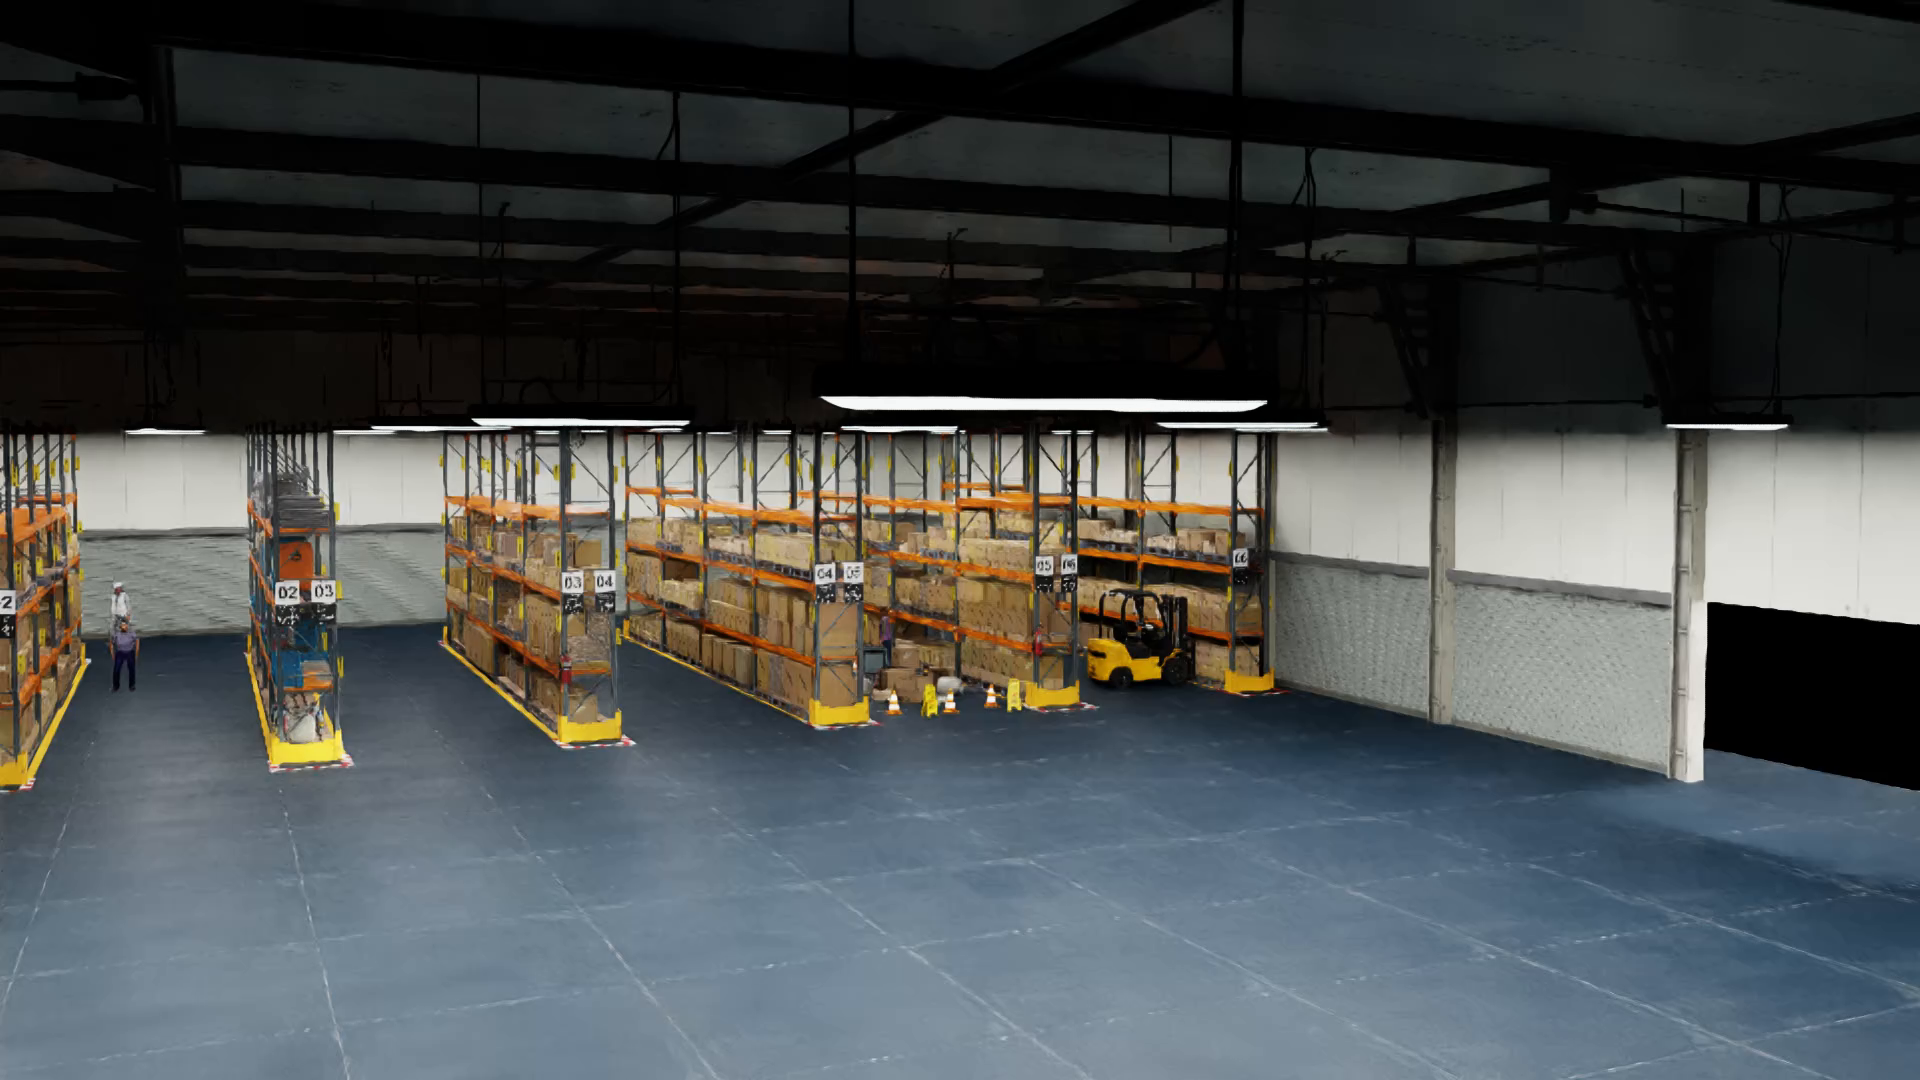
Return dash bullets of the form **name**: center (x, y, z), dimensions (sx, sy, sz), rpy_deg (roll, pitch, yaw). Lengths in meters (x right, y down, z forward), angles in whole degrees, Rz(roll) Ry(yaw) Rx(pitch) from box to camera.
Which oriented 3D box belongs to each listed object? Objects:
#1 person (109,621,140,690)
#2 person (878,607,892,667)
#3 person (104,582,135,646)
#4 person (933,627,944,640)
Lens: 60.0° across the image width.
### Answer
- **person**: center (-18.799, 2.595, 37.420), dimensions (0.625, 1.596, 0.510), rpy_deg (-2, 4, -27)
- **person**: center (-1.832, 2.406, 40.193), dimensions (0.536, 1.579, 0.535), rpy_deg (0, 4, 1)
- **person**: center (-23.036, 2.015, 45.583), dimensions (0.568, 1.732, 0.951), rpy_deg (0, 4, -1)
- **person**: center (-0.654, 2.001, 45.046), dimensions (0.493, 1.785, 0.616), rpy_deg (0, 4, 6)
